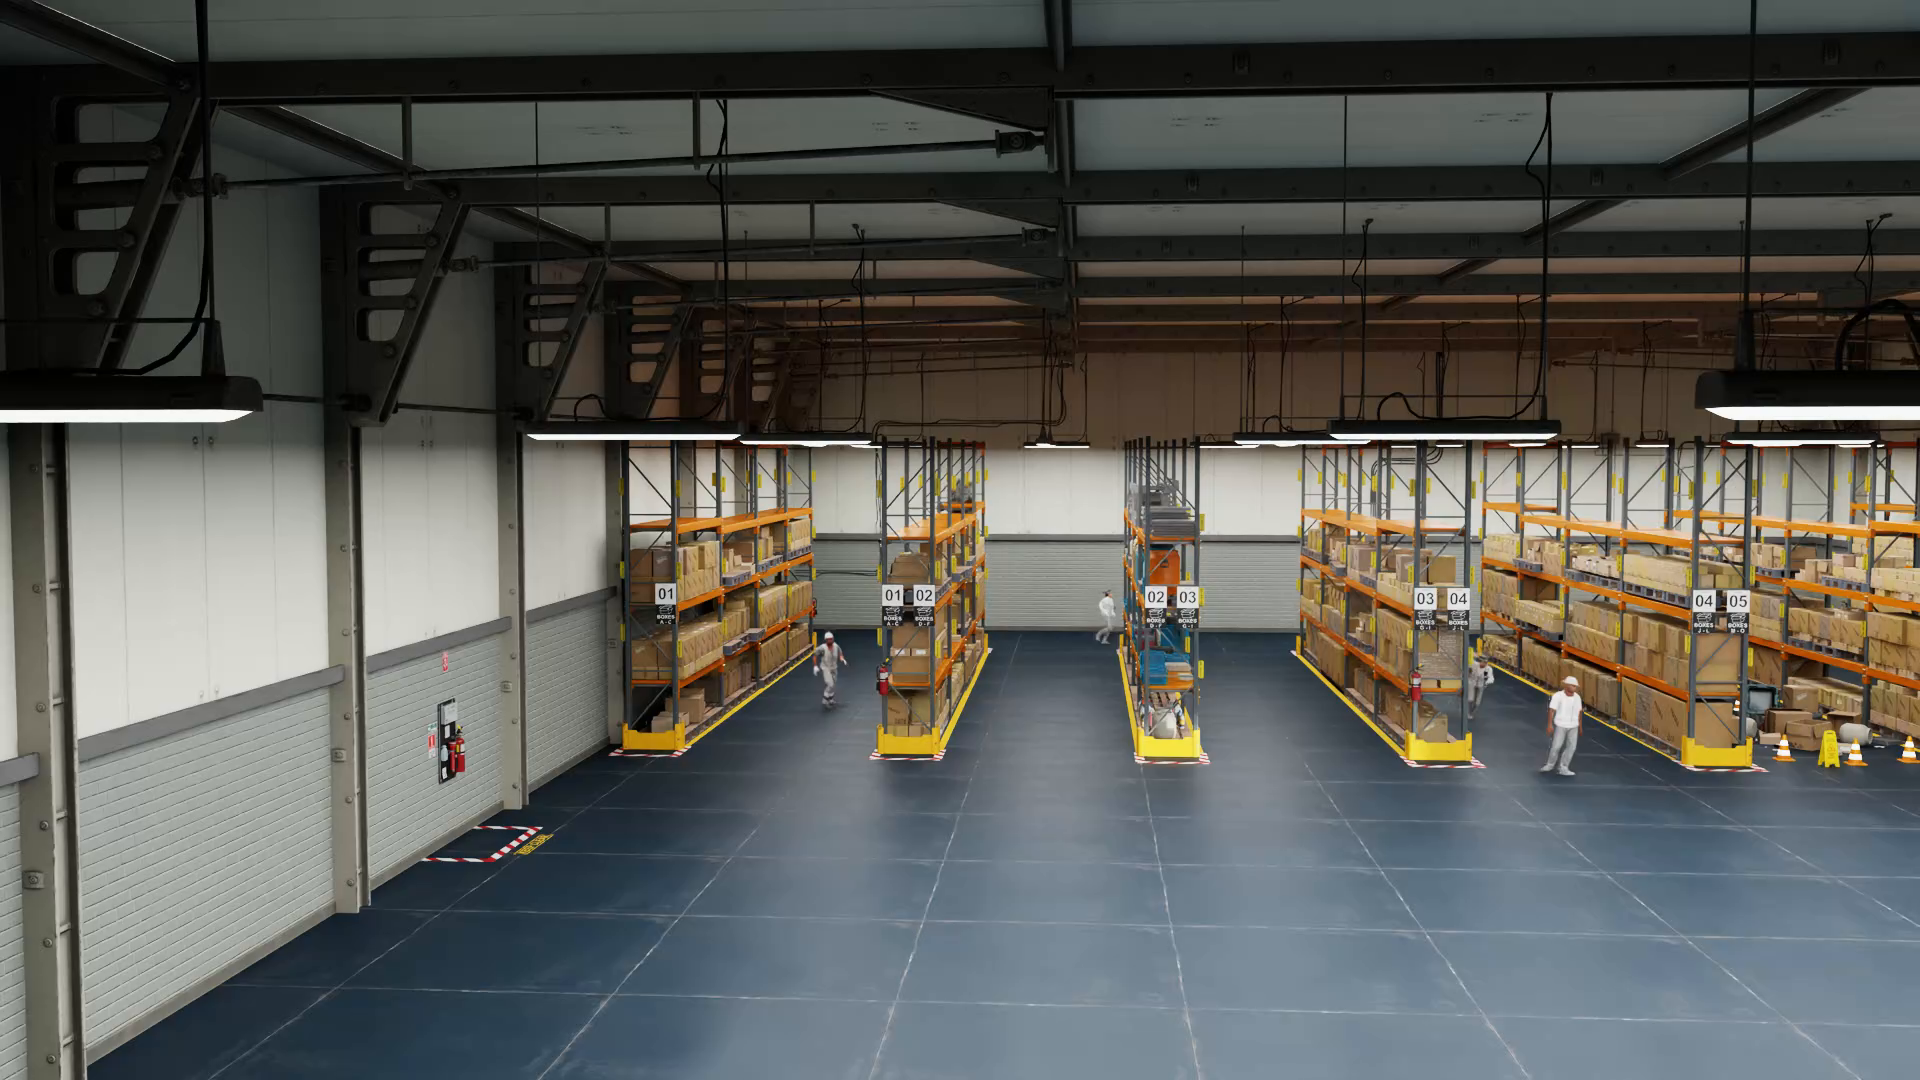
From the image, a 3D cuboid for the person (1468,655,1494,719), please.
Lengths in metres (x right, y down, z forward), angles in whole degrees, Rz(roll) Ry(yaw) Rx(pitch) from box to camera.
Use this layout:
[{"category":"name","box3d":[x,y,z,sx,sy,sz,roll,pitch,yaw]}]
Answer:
[{"category":"person","box3d":[10.950,3.112,35.186,0.607,1.431,0.954,0,3,4]}]

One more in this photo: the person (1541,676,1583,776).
[{"category":"person","box3d":[10.643,3.273,29.381,0.676,1.749,0.489,-1,3,-14]}]

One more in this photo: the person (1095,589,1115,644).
[{"category":"person","box3d":[4.350,2.266,49.569,0.515,1.628,0.703,1,3,23]}]

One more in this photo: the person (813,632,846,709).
[{"category":"person","box3d":[-2.878,2.910,37.069,0.681,1.735,0.809,-3,4,-43]}]
